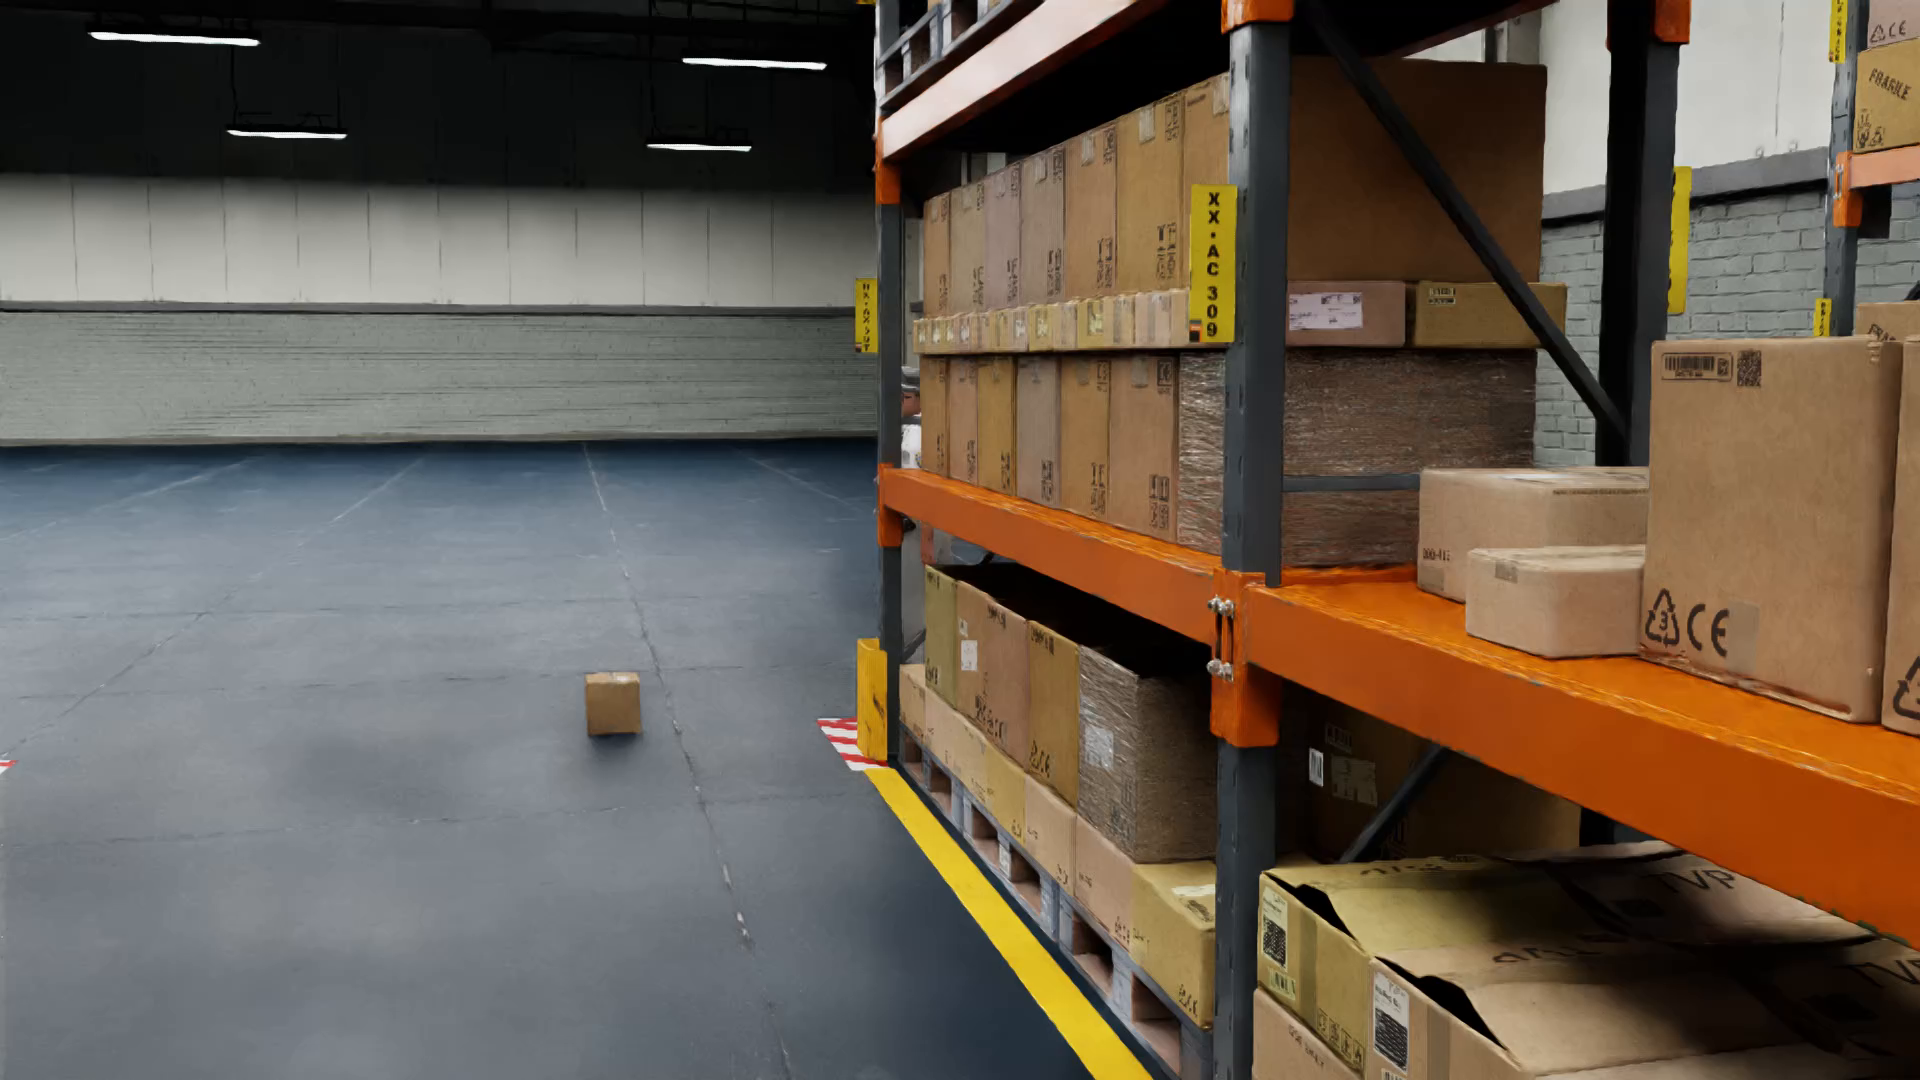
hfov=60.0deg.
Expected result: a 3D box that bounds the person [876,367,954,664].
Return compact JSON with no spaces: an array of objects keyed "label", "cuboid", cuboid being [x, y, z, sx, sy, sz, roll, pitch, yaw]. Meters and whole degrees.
[{"label":"person","cuboid":[-0.135,-0.055,8.946,0.518,1.746,0.728,2,6,15]}]
